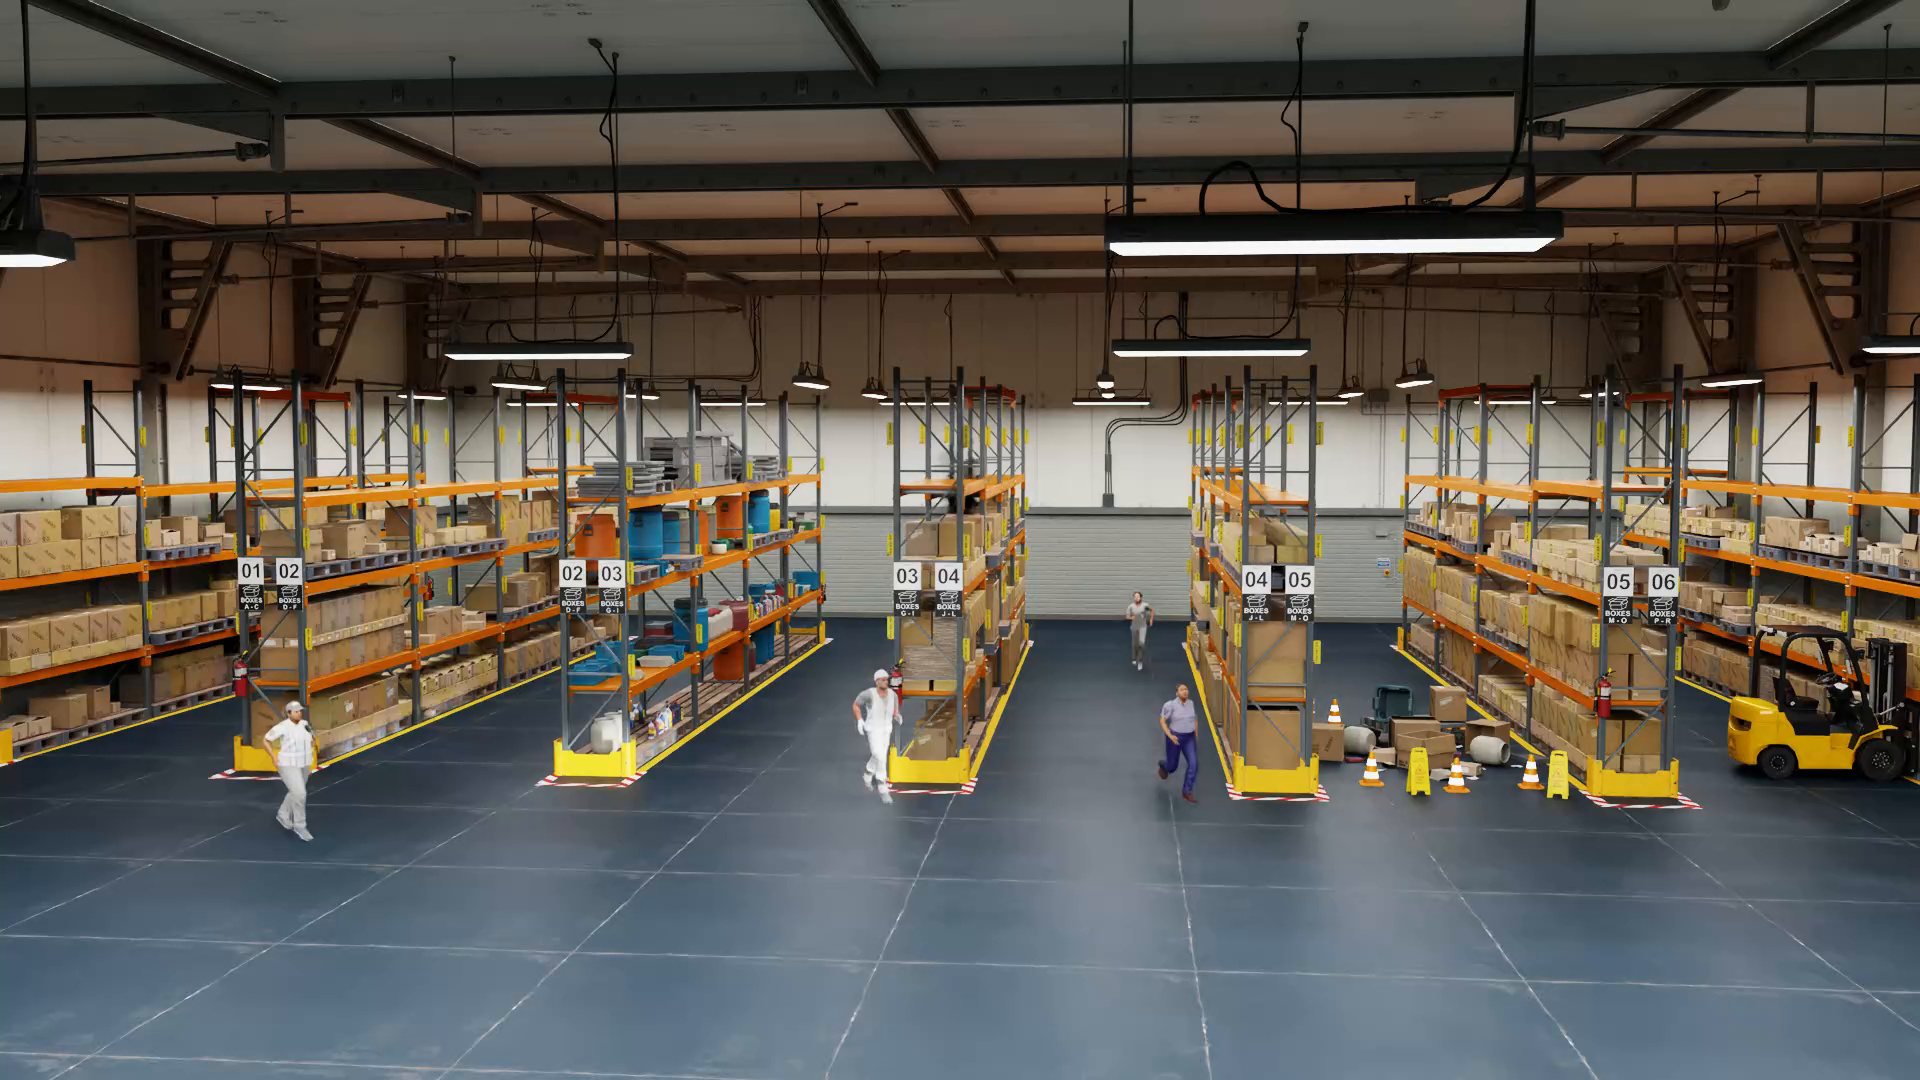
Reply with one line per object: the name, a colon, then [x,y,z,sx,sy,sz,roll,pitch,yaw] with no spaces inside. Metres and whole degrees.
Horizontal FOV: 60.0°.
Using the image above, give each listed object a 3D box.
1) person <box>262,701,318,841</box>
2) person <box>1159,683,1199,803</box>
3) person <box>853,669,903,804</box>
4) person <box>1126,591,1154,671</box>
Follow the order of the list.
person: [-8.359,2.875,20.853,0.775,1.726,0.582,2,4,24]
person: [3.056,2.798,23.104,0.602,1.605,0.843,-1,4,-15]
person: [-1.136,2.680,23.025,0.596,1.816,0.899,-3,5,-38]
person: [3.867,1.947,35.805,0.572,1.699,0.878,1,4,13]
